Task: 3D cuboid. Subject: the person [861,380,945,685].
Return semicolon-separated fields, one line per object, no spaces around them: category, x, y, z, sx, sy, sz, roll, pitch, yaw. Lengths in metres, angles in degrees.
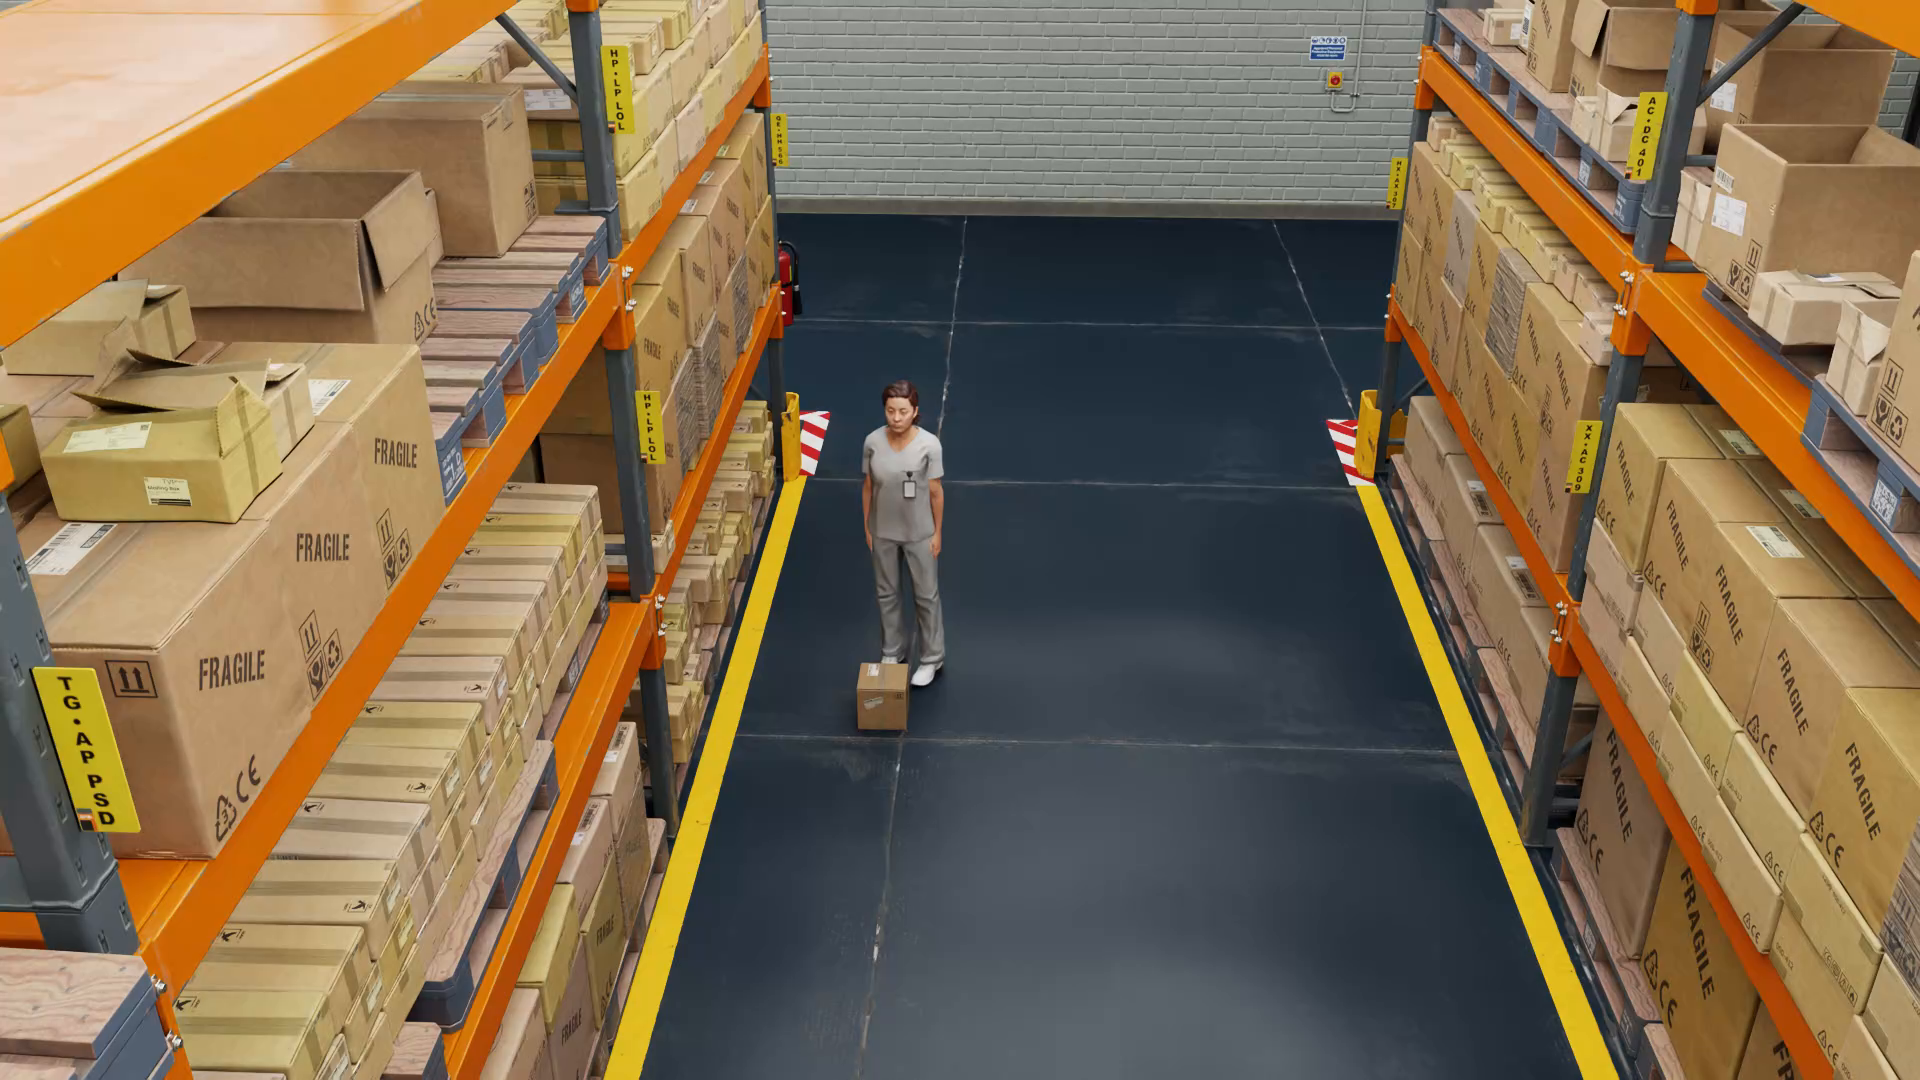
person;-0.301;-0.036;8.690;0.438;1.671;0.385;6;29;10
